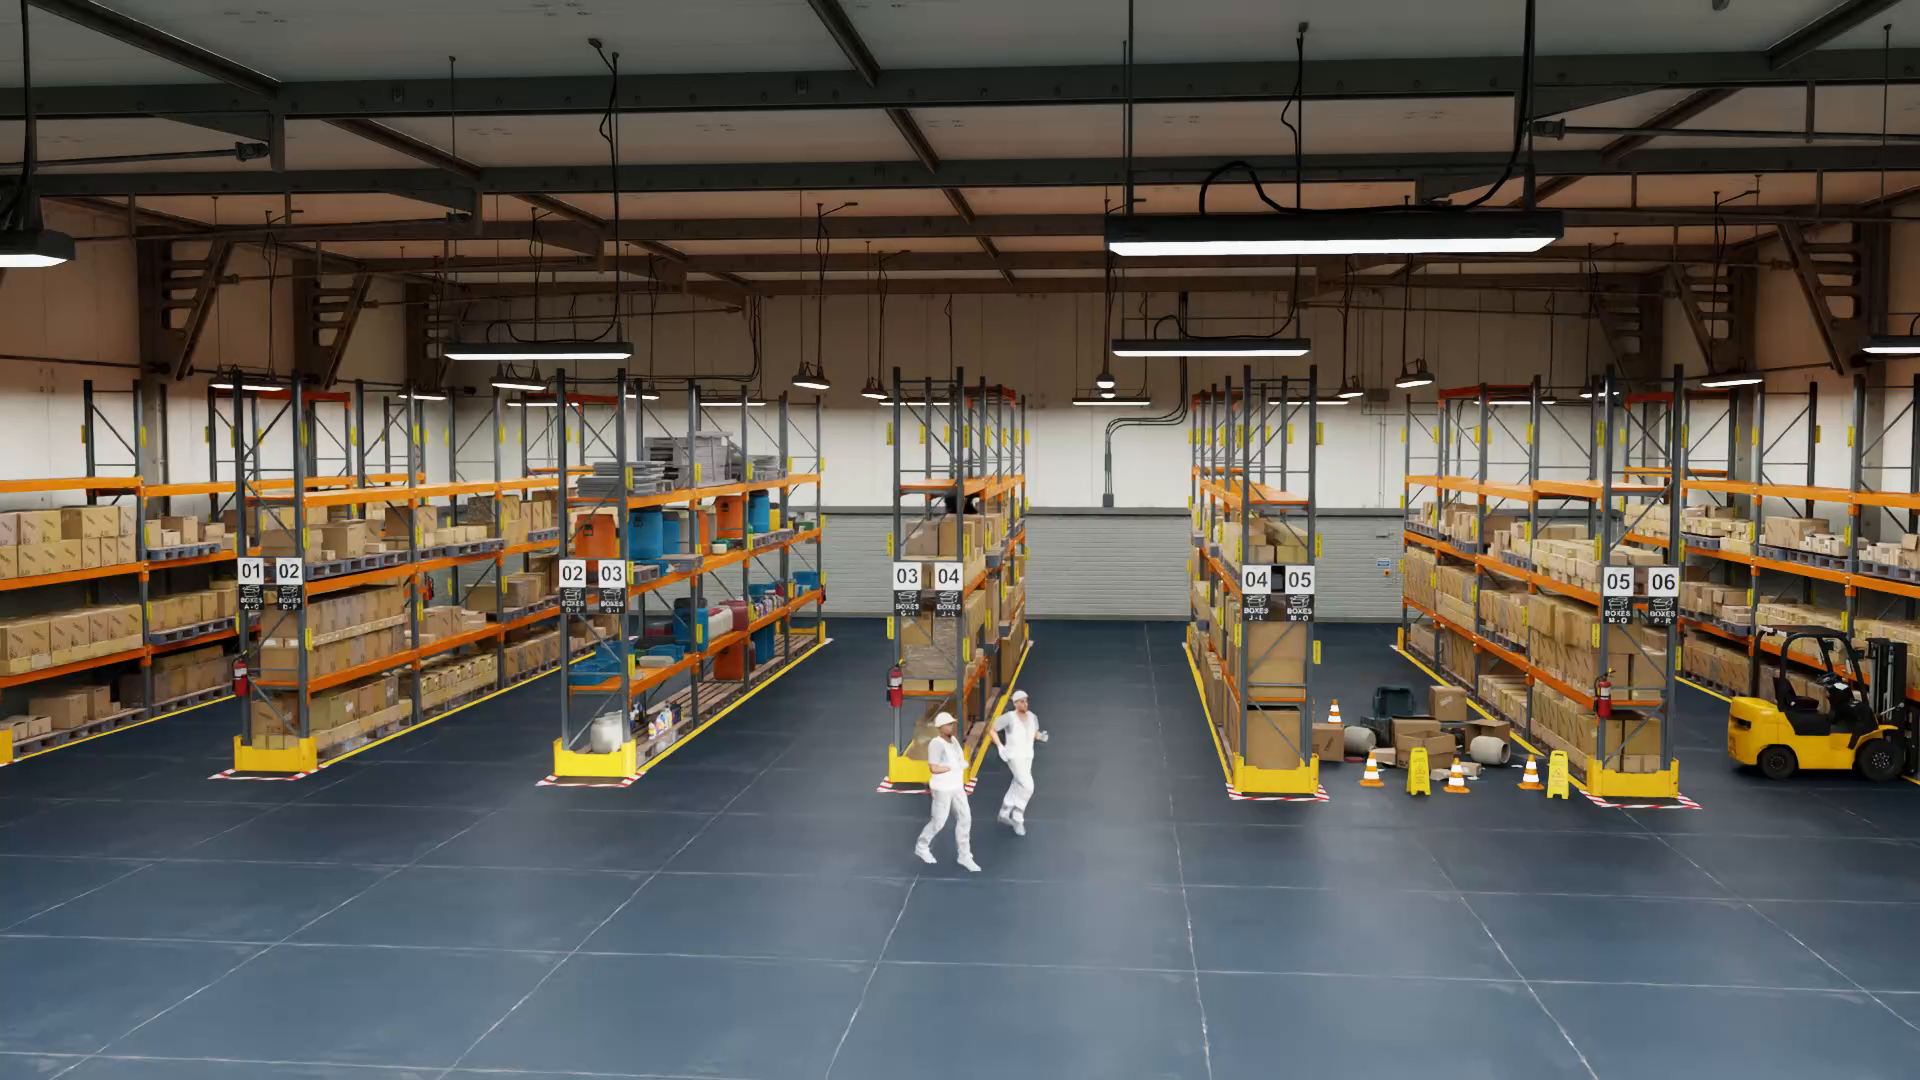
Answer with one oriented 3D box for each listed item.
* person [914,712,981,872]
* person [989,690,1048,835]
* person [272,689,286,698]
[{"bbox_3d":[-0.155,2.898,19.197,0.824,1.823,0.664,2,4,34],"label":"person"},{"bbox_3d":[0.778,2.815,21.091,0.616,1.832,0.746,-3,5,-44],"label":"person"},{"bbox_3d":[-11.734,2.343,28.689,0.688,1.814,0.754,0,4,5],"label":"person"}]
